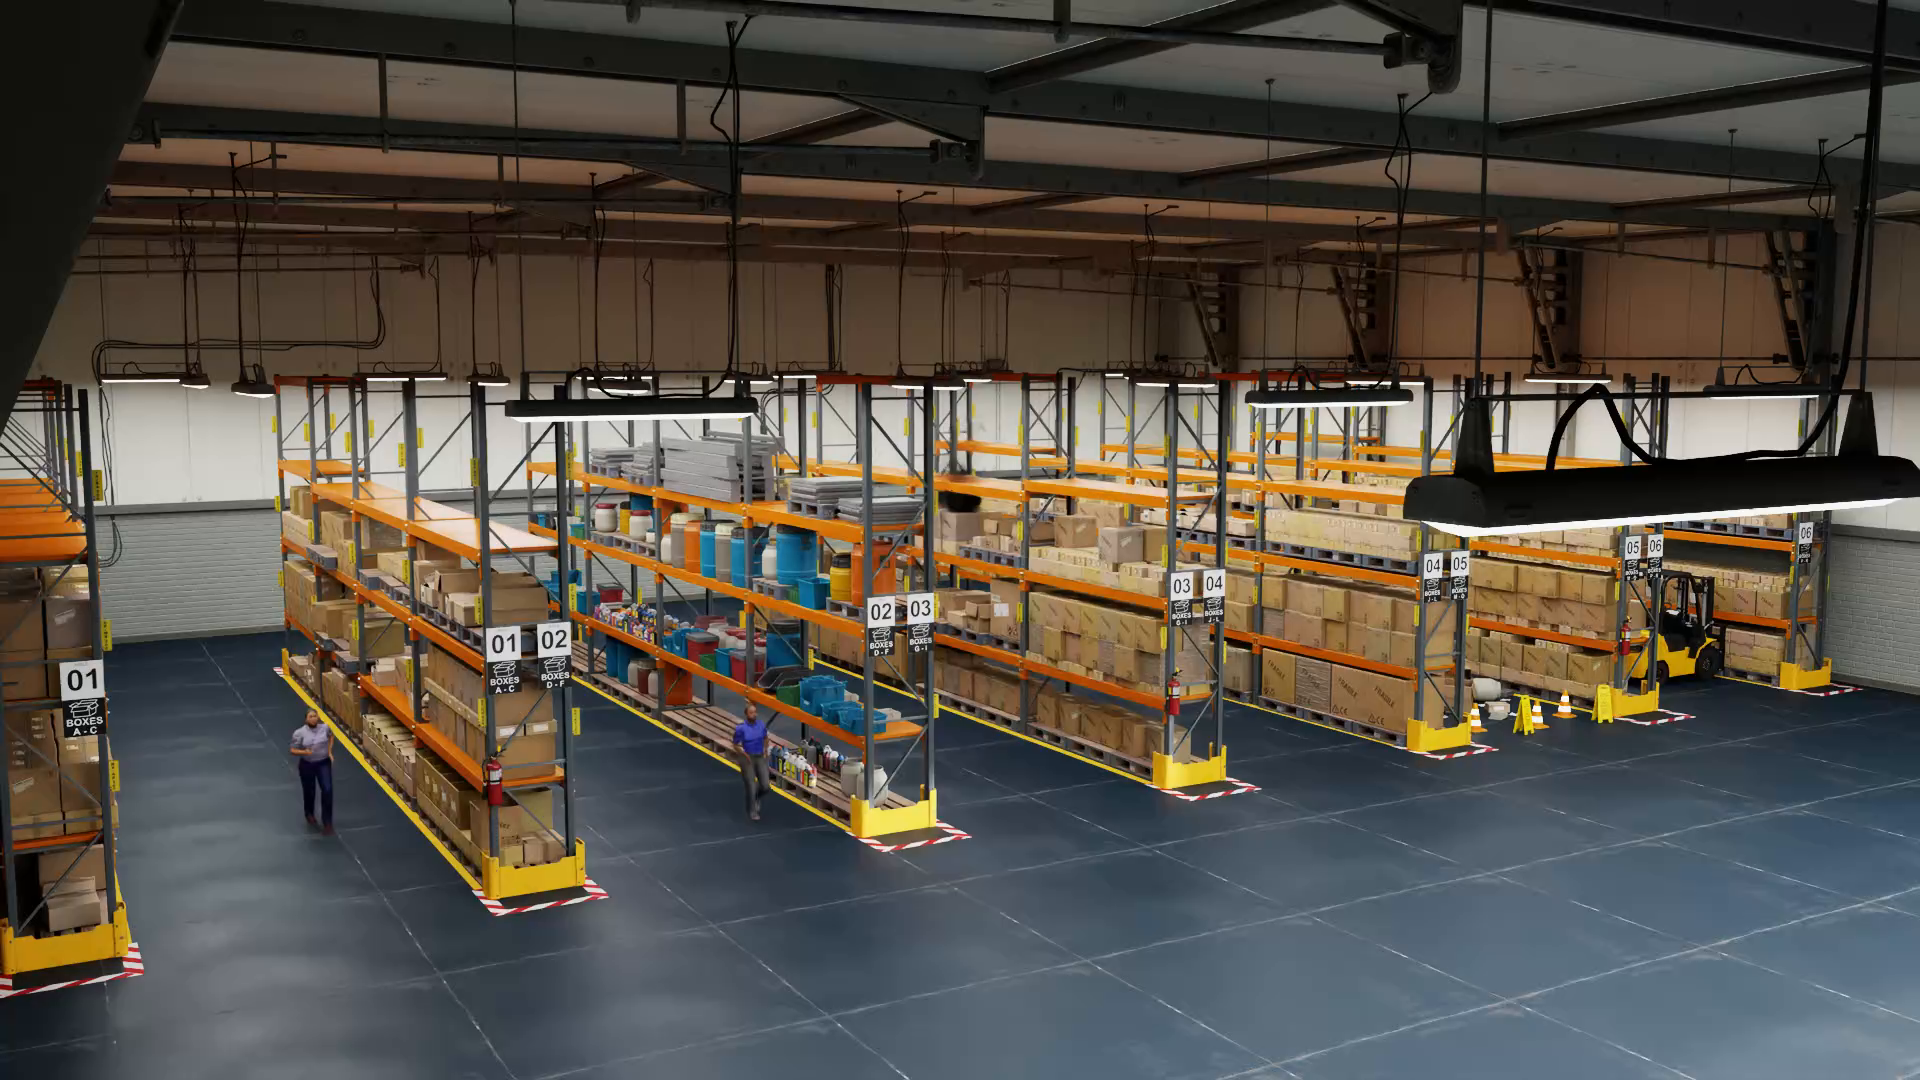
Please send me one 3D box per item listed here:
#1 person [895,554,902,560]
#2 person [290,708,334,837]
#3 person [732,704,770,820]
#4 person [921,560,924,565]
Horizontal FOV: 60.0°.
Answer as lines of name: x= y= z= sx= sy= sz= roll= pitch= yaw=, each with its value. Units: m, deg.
person: x=-1.515 y=1.161 z=39.789 sx=0.621 sy=1.662 sz=0.673 roll=-1 pitch=6 yaw=-10
person: x=-8.656 y=3.084 z=22.285 sx=0.592 sy=1.706 sz=0.805 roll=-3 pitch=7 yaw=-29
person: x=-2.819 y=3.041 z=22.744 sx=0.551 sy=1.608 sz=0.523 roll=-3 pitch=7 yaw=-27
person: x=-0.883 y=1.286 z=38.575 sx=0.692 sy=1.676 sz=0.627 roll=-3 pitch=7 yaw=-22
